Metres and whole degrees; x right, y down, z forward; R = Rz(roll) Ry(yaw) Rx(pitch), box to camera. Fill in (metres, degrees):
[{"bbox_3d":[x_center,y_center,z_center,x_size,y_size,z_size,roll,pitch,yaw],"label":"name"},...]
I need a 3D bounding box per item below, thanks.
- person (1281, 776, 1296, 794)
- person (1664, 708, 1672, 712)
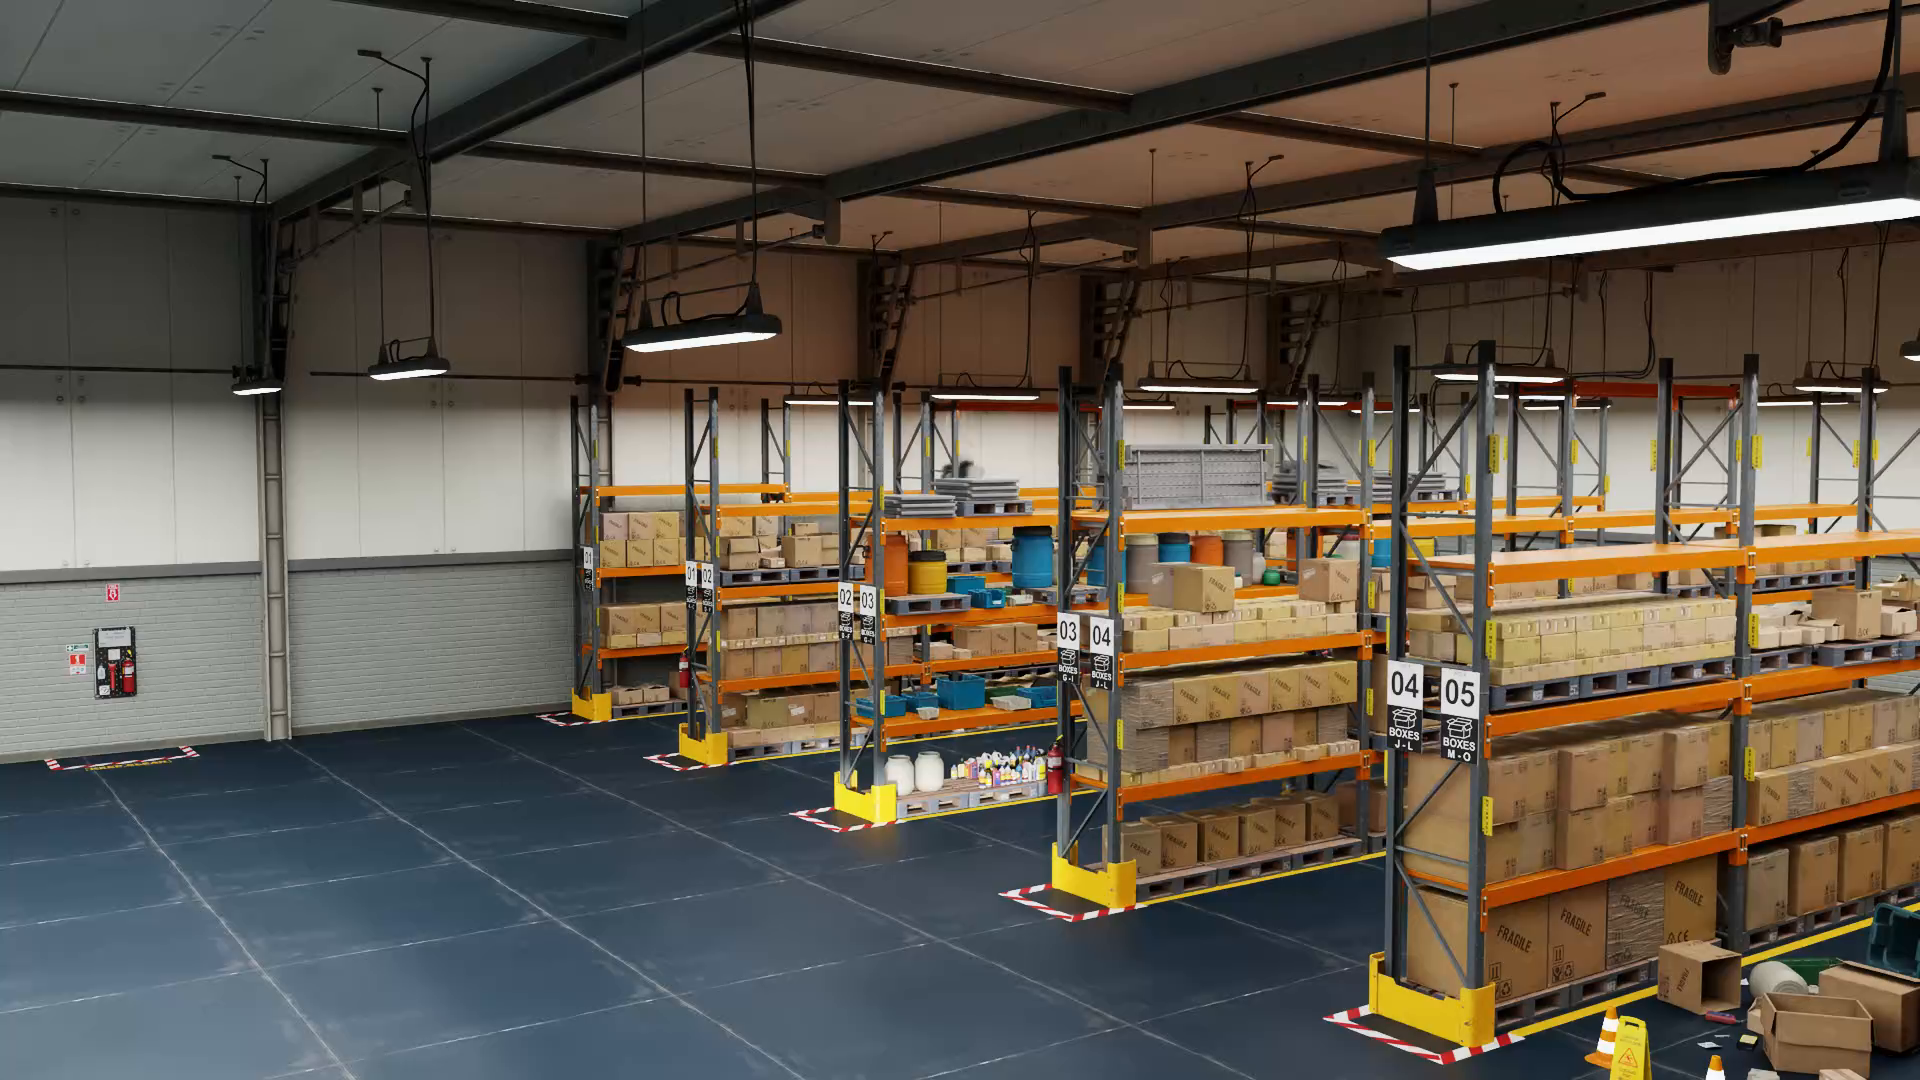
[{"bbox_3d":[4.742,2.848,24.129,0.593,1.716,0.695,-3,5,-43],"label":"person"},{"bbox_3d":[9.437,3.005,22.305,0.885,1.589,0.549,-2,4,-35],"label":"person"}]
